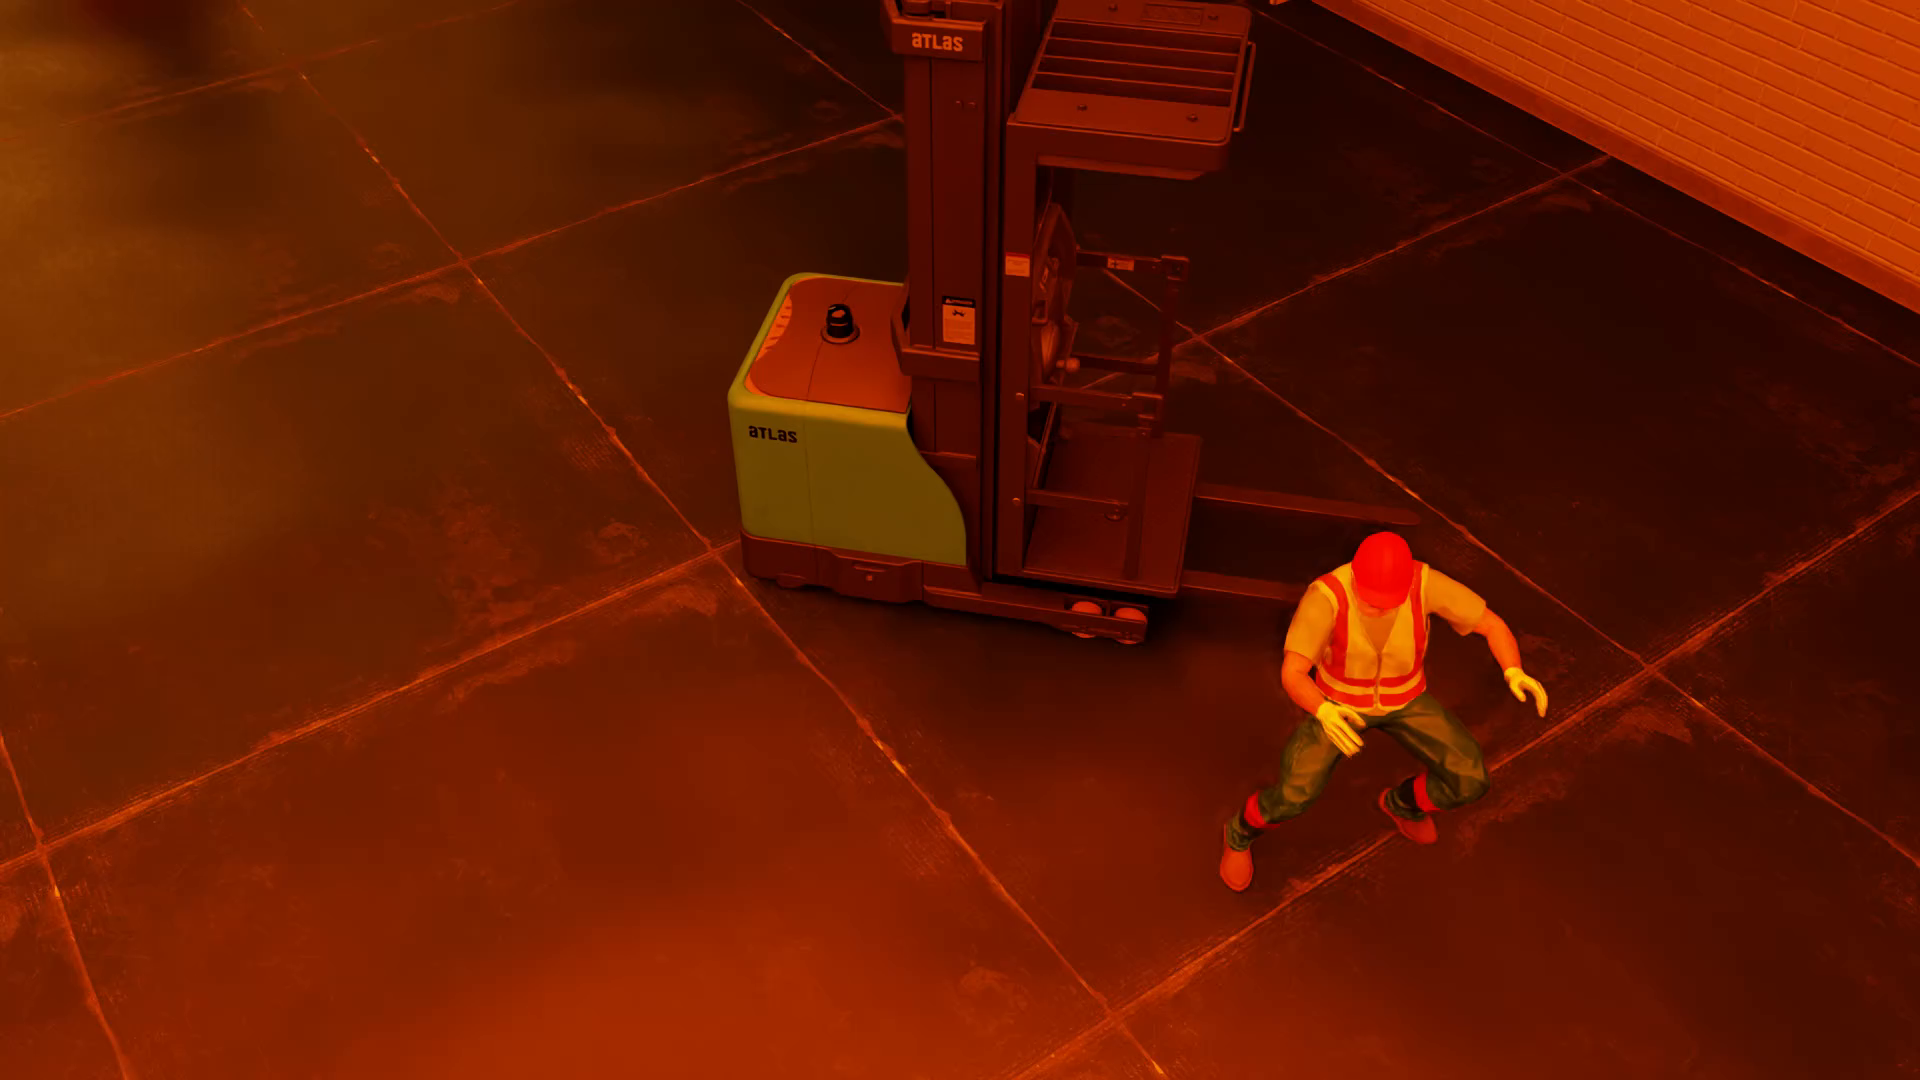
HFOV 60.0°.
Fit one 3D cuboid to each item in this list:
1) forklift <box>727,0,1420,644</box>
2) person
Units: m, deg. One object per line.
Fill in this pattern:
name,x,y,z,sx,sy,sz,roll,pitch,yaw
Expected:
forklift,0.573,-1.011,6.813,3.031,2.935,1.130,8,43,9
person,1.499,0.666,6.003,0.978,1.560,0.782,1,43,1
